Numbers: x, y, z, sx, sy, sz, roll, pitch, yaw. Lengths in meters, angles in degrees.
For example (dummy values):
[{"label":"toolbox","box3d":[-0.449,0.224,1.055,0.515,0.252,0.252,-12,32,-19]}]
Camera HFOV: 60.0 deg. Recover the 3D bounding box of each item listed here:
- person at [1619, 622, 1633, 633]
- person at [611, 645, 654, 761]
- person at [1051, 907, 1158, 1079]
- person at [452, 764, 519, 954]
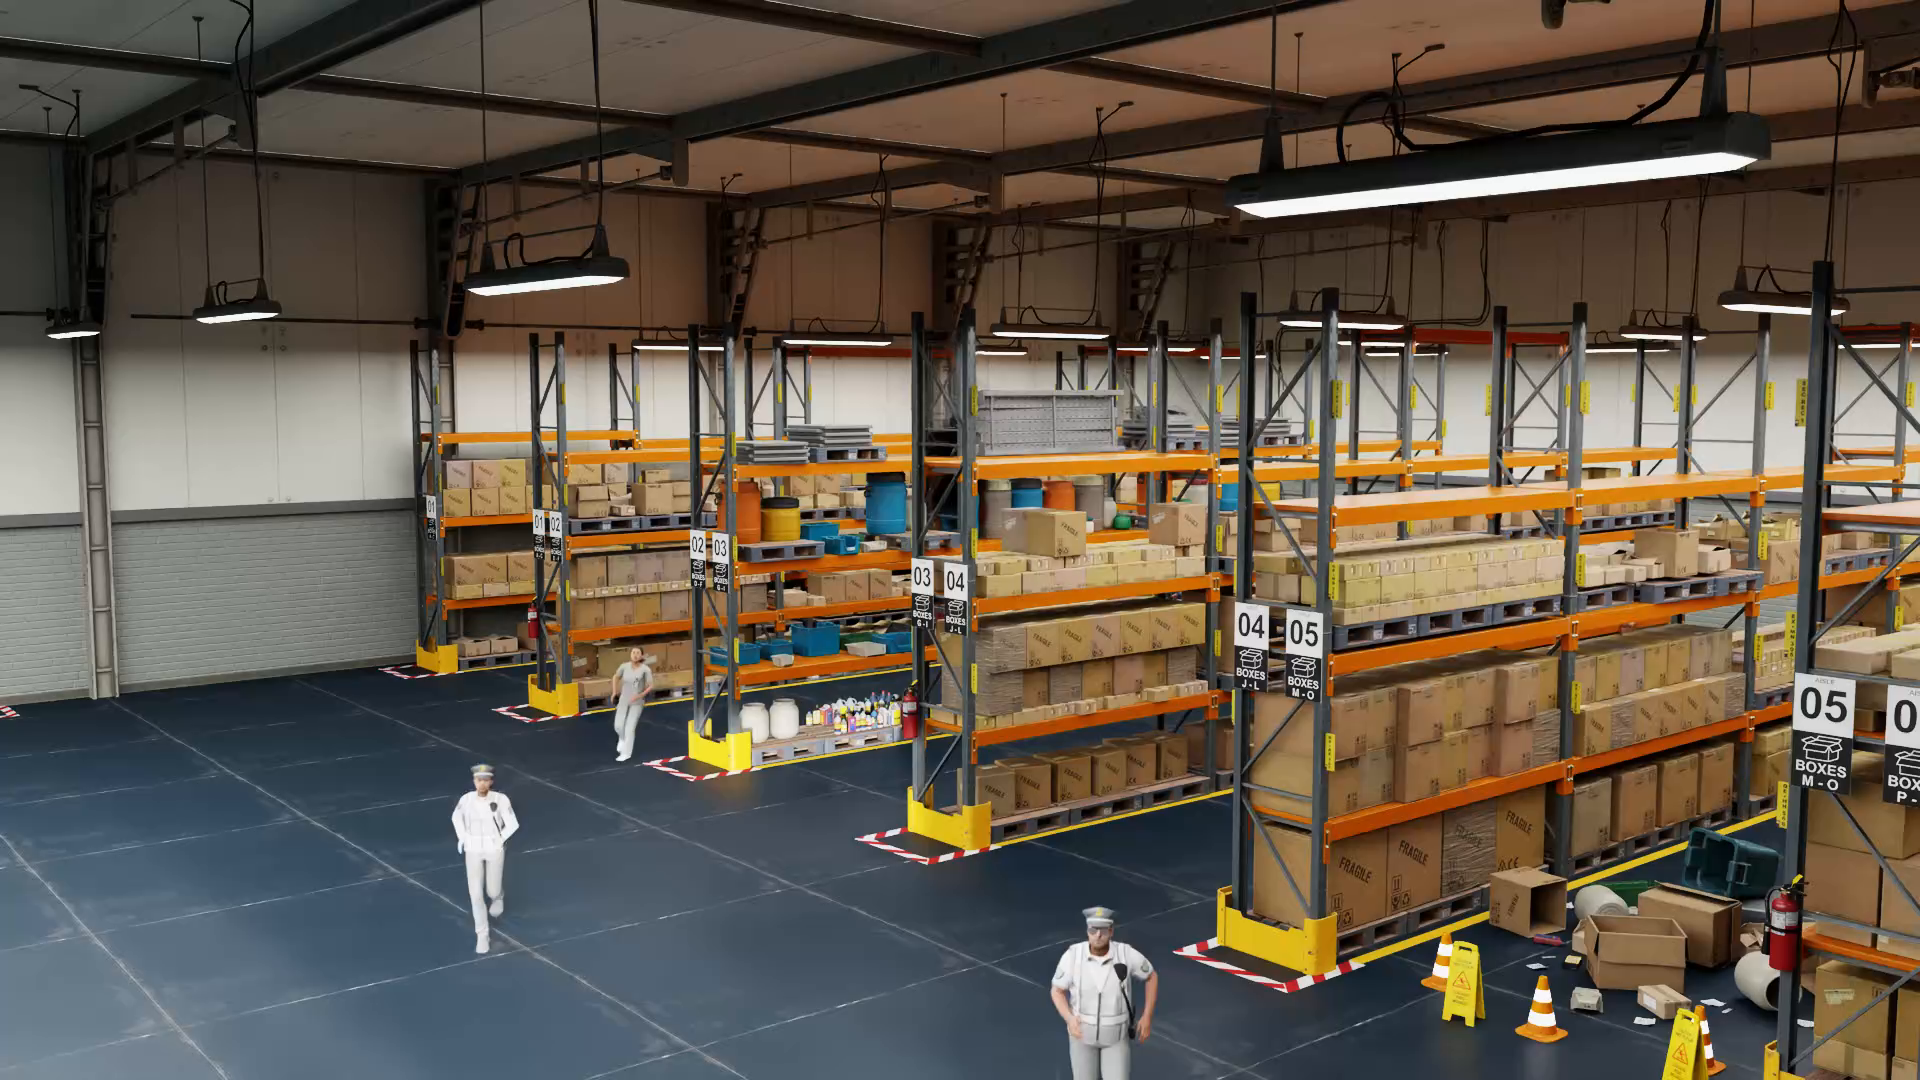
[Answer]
[{"label":"person","box3d":[9.887,2.011,24.713,0.619,1.746,0.690,-5,7,-42]},{"label":"person","box3d":[-4.523,2.250,22.884,0.609,1.603,0.515,0,5,2]},{"label":"person","box3d":[0.944,3.271,11.000,0.706,1.735,0.608,1,5,9]},{"label":"person","box3d":[-4.427,2.909,15.492,0.618,1.696,0.802,-1,5,-8]}]
